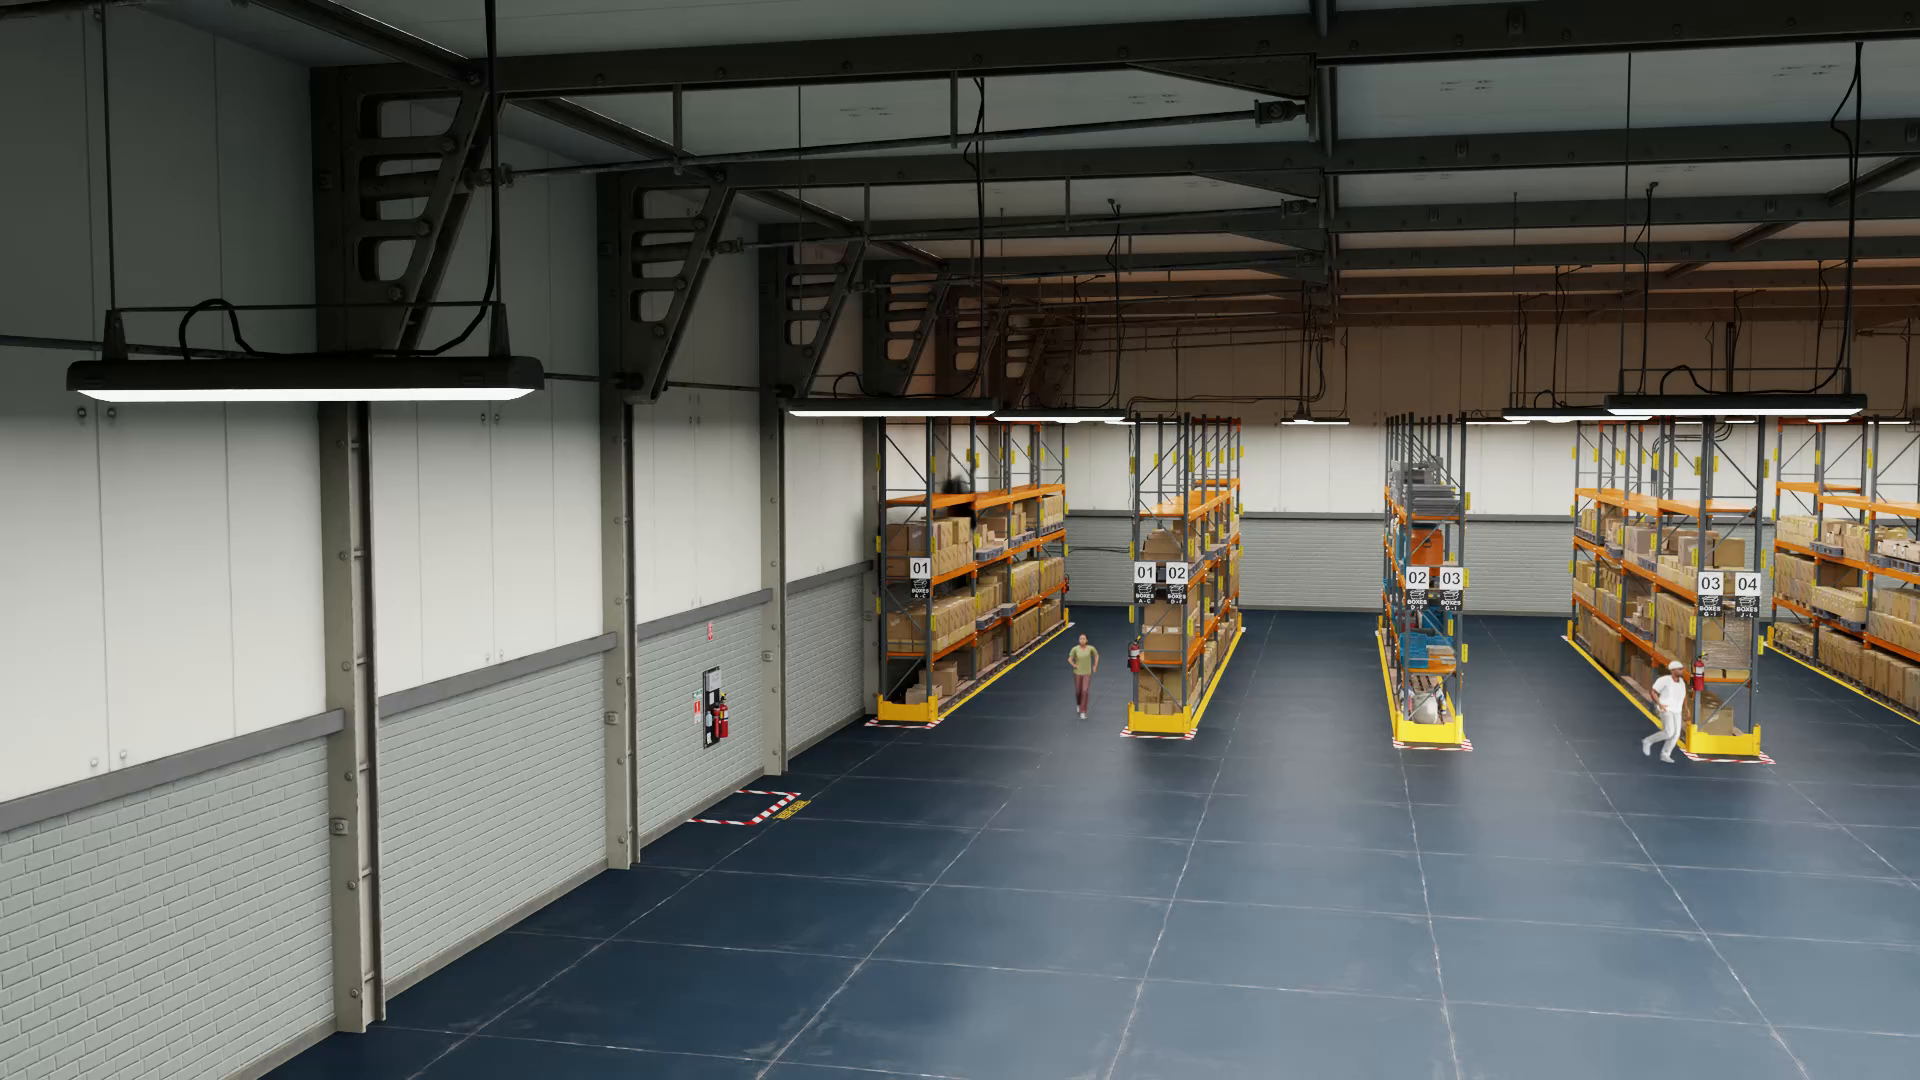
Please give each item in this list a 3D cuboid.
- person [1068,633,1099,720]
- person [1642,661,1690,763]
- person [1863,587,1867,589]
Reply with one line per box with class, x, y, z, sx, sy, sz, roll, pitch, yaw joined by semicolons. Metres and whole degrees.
person;2.441;2.667;32.938;0.599;1.676;0.817;0;4;7
person;12.221;2.932;28.646;0.753;1.711;0.611;-2;4;-26
person;24.001;1.826;44.338;0.867;1.761;0.675;1;4;18
